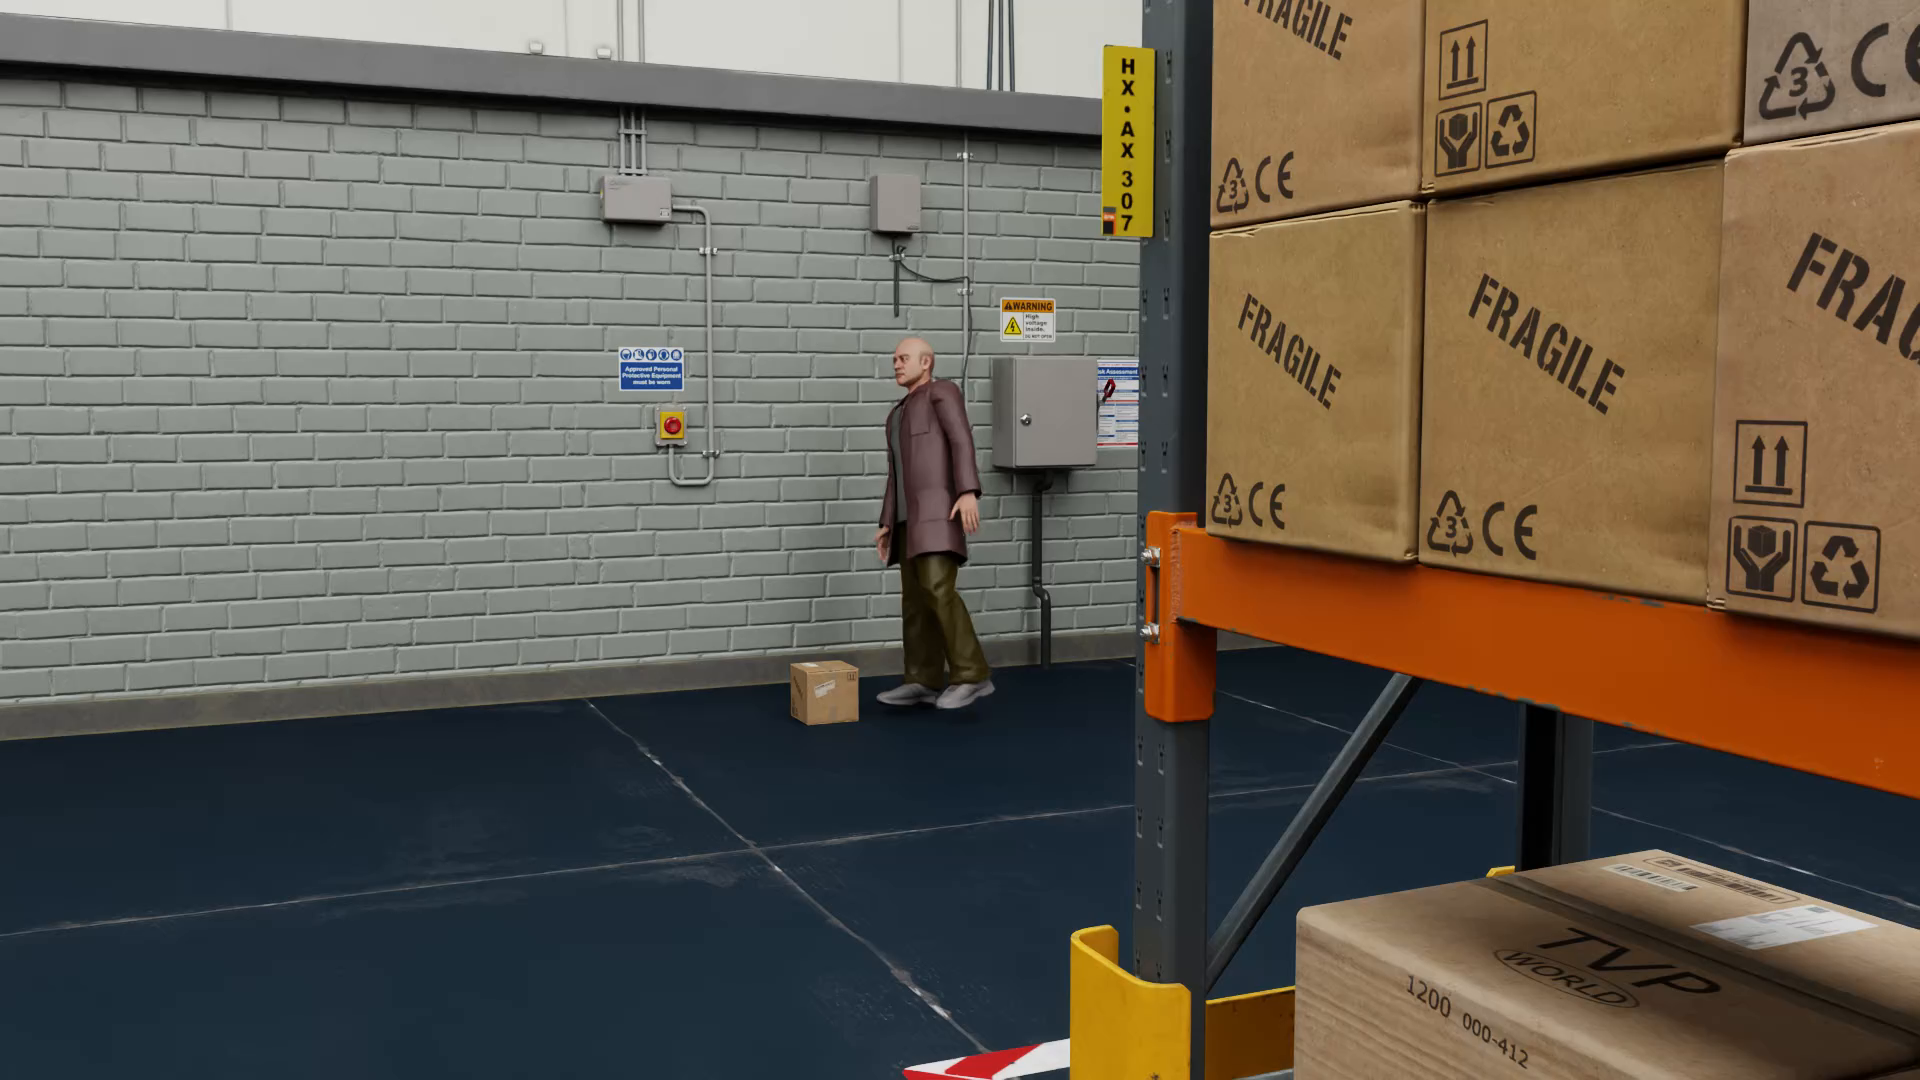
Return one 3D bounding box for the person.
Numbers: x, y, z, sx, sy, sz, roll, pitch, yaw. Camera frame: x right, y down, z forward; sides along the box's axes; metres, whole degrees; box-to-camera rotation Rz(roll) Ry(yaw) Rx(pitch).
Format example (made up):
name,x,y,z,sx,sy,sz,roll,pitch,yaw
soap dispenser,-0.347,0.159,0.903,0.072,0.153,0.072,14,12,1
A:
name,x,y,z,sx,sy,sz,roll,pitch,yaw
person,-0.153,-0.064,7.892,0.393,1.785,0.587,-2,6,-22
